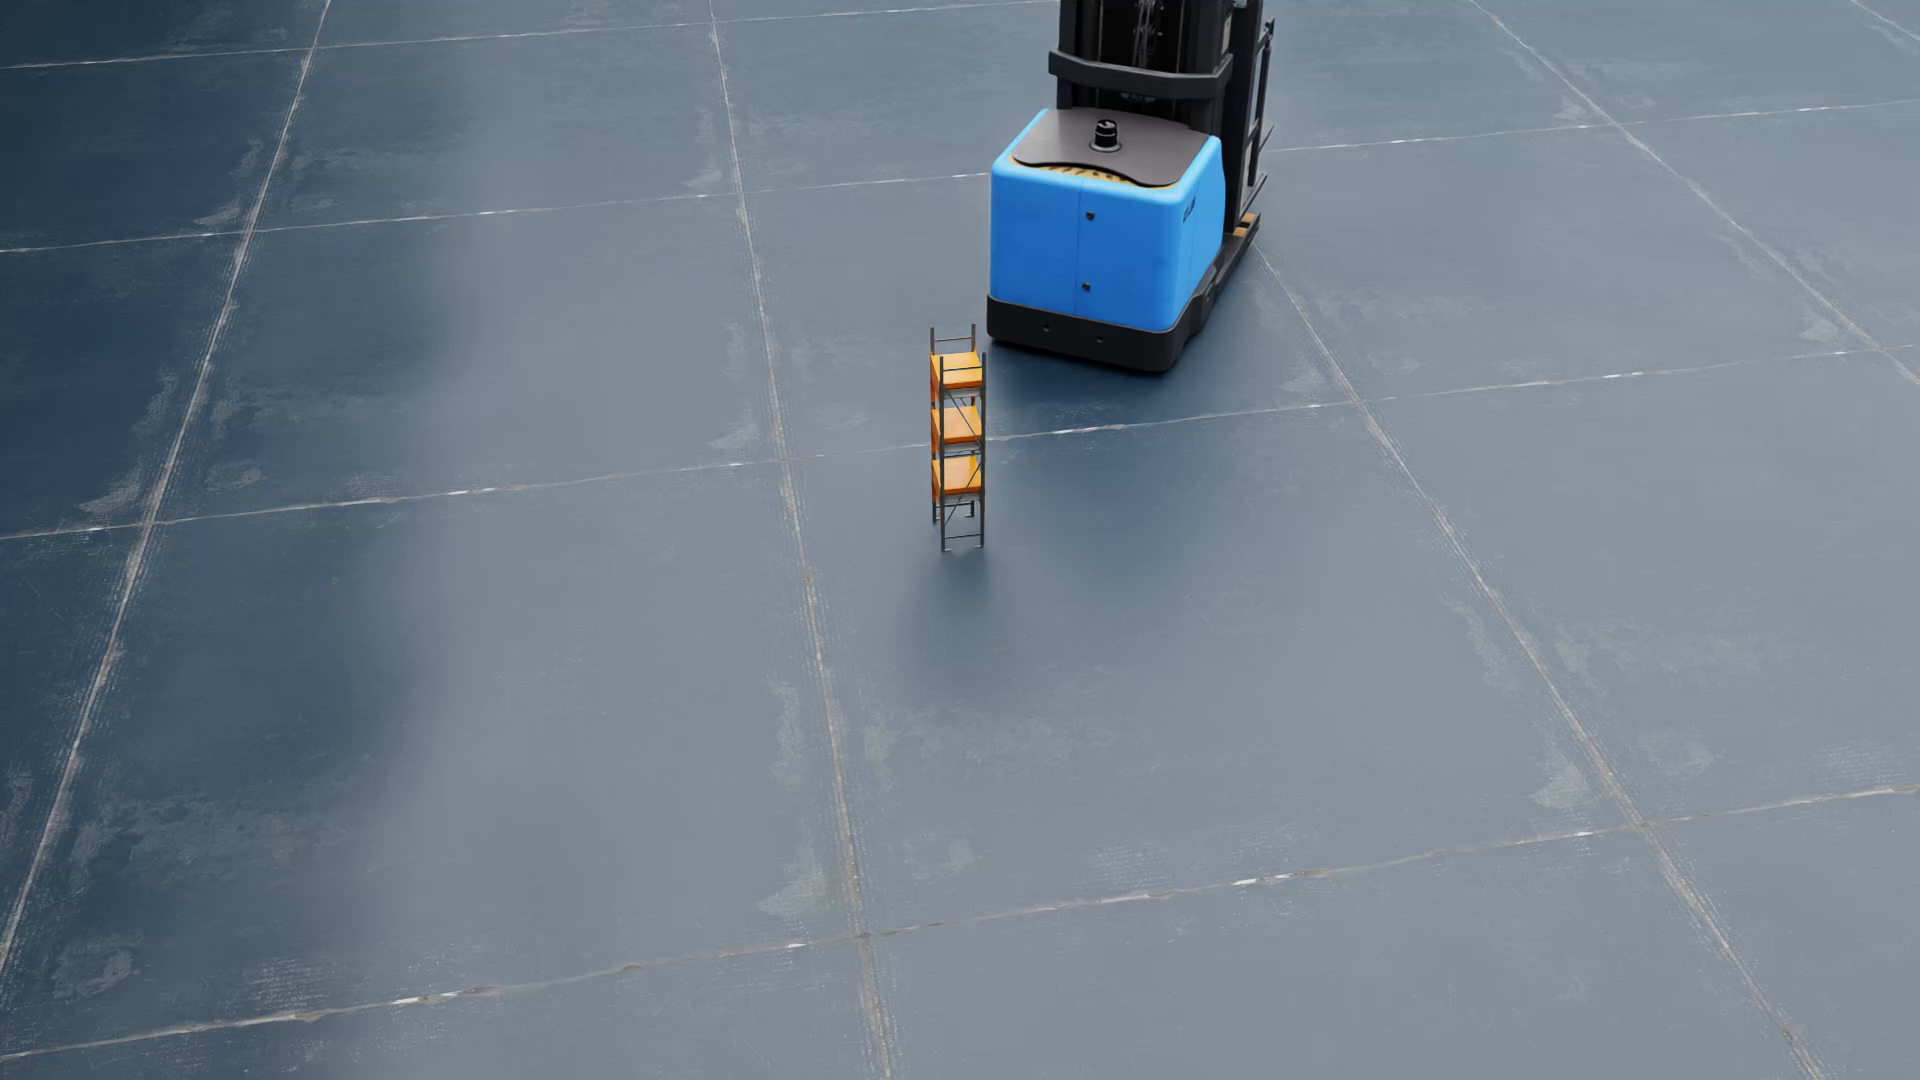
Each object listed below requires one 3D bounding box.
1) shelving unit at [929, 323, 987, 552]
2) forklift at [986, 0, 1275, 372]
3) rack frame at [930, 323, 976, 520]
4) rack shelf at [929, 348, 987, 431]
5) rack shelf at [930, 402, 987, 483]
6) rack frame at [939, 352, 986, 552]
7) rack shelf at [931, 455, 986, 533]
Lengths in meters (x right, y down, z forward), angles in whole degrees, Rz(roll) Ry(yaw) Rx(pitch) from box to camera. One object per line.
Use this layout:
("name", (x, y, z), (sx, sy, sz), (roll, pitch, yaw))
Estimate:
("shelving unit", (-0.009, -0.447, 7.470), (0.215, 1.050, 0.252), (-6, 38, -8))
("forklift", (1.173, -2.949, 9.157), (1.130, 2.935, 3.031), (14, 40, 17))
("rack frame", (-0.031, -0.521, 7.564), (0.200, 1.050, 0.008), (-6, 38, -8))
("rack shelf", (-0.009, -0.663, 7.302), (0.215, 0.259, 0.240), (-6, 38, -8))
("rack shelf", (-0.009, -0.439, 7.476), (0.215, 0.259, 0.240), (-6, 38, -8))
("rack frame", (0.012, -0.373, 7.375), (0.200, 1.050, 0.008), (-6, 38, -8))
("rack shelf", (-0.009, -0.219, 7.647), (0.215, 0.259, 0.240), (-6, 38, -8))
